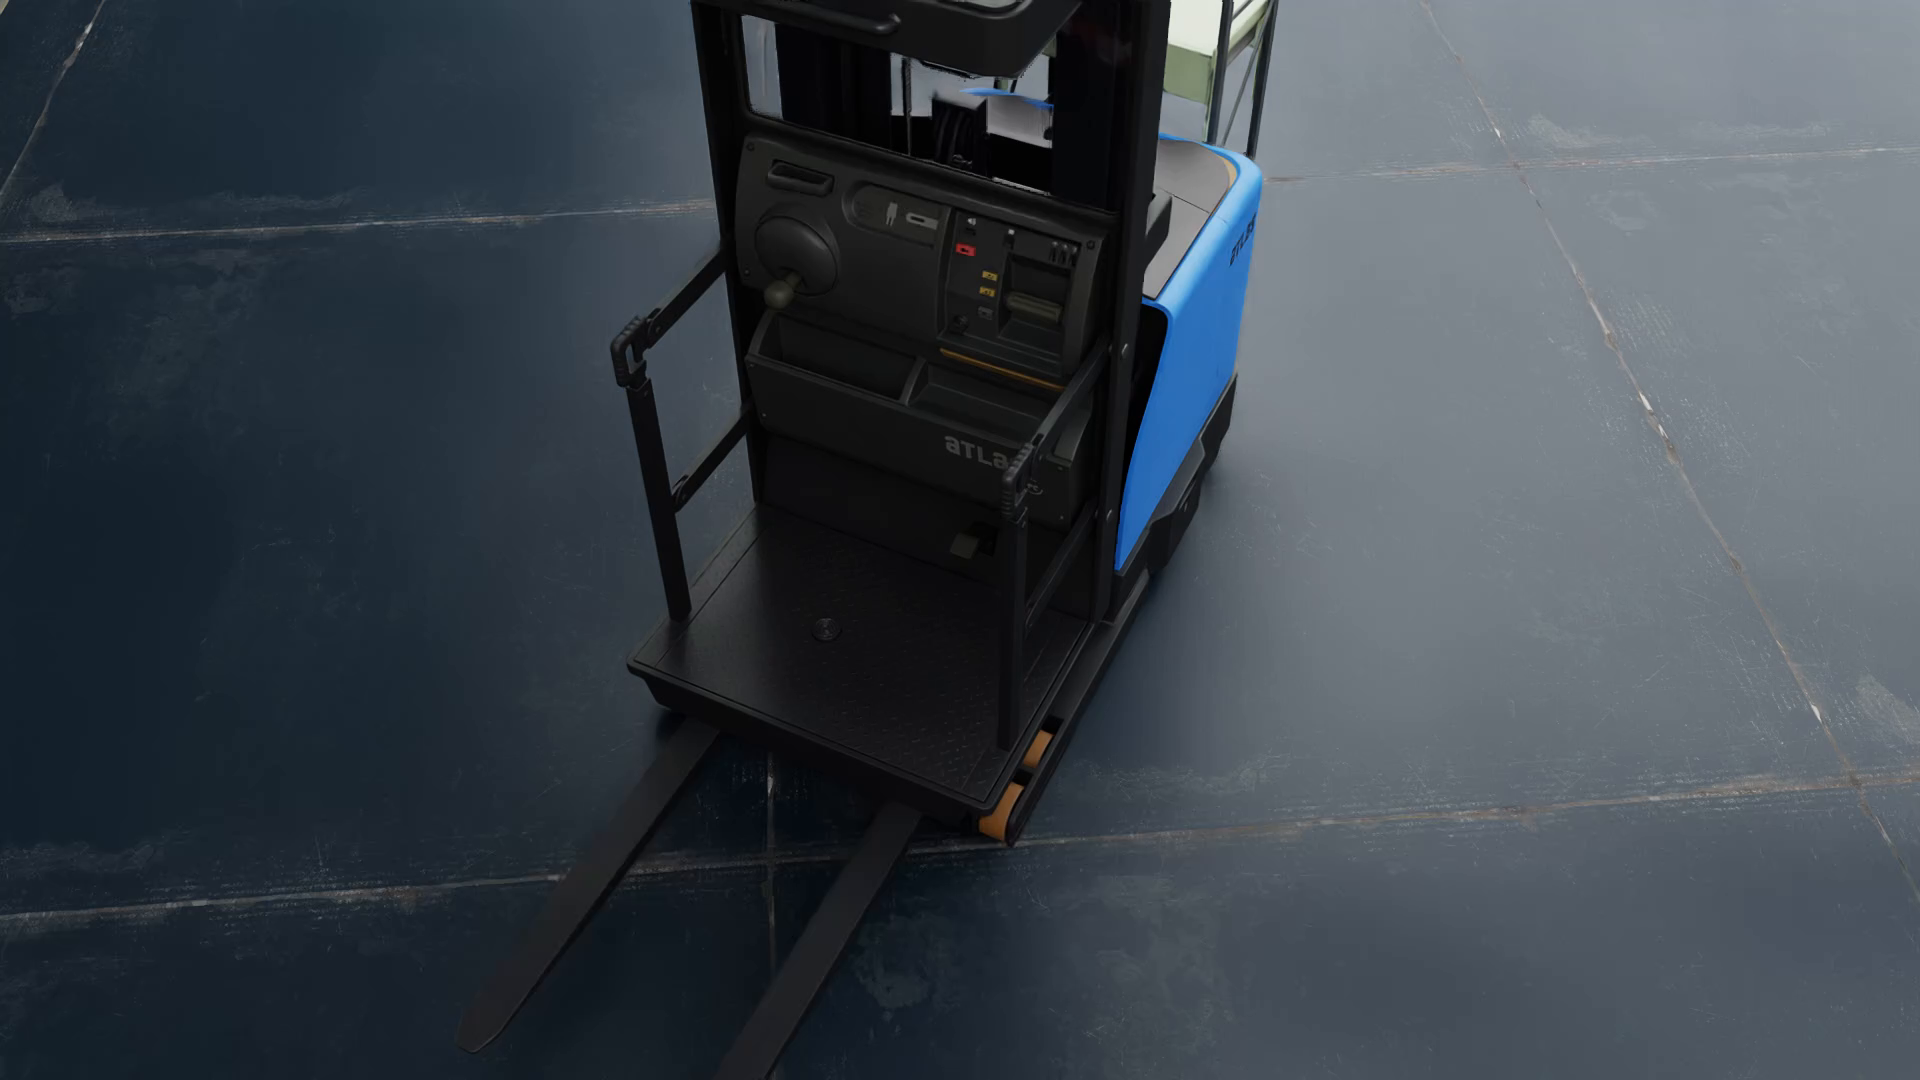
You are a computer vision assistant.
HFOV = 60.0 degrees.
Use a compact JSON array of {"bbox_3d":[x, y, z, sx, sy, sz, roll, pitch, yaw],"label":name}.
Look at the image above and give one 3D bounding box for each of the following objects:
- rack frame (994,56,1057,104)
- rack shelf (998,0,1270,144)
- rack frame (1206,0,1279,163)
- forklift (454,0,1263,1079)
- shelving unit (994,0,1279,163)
[{"bbox_3d":[0.222,-1.404,5.547,0.023,1.500,0.400,24,51,21],"label":"rack frame"},{"bbox_3d":[0.535,-1.534,5.133,0.720,0.370,0.431,24,51,21],"label":"rack shelf"},{"bbox_3d":[0.847,-1.128,5.285,0.023,1.500,0.400,24,51,21],"label":"rack frame"},{"bbox_3d":[-0.206,-0.572,3.773,1.130,2.935,3.031,20,50,18],"label":"forklift"},{"bbox_3d":[0.535,-1.266,5.416,0.755,1.500,0.431,24,51,21],"label":"shelving unit"}]
